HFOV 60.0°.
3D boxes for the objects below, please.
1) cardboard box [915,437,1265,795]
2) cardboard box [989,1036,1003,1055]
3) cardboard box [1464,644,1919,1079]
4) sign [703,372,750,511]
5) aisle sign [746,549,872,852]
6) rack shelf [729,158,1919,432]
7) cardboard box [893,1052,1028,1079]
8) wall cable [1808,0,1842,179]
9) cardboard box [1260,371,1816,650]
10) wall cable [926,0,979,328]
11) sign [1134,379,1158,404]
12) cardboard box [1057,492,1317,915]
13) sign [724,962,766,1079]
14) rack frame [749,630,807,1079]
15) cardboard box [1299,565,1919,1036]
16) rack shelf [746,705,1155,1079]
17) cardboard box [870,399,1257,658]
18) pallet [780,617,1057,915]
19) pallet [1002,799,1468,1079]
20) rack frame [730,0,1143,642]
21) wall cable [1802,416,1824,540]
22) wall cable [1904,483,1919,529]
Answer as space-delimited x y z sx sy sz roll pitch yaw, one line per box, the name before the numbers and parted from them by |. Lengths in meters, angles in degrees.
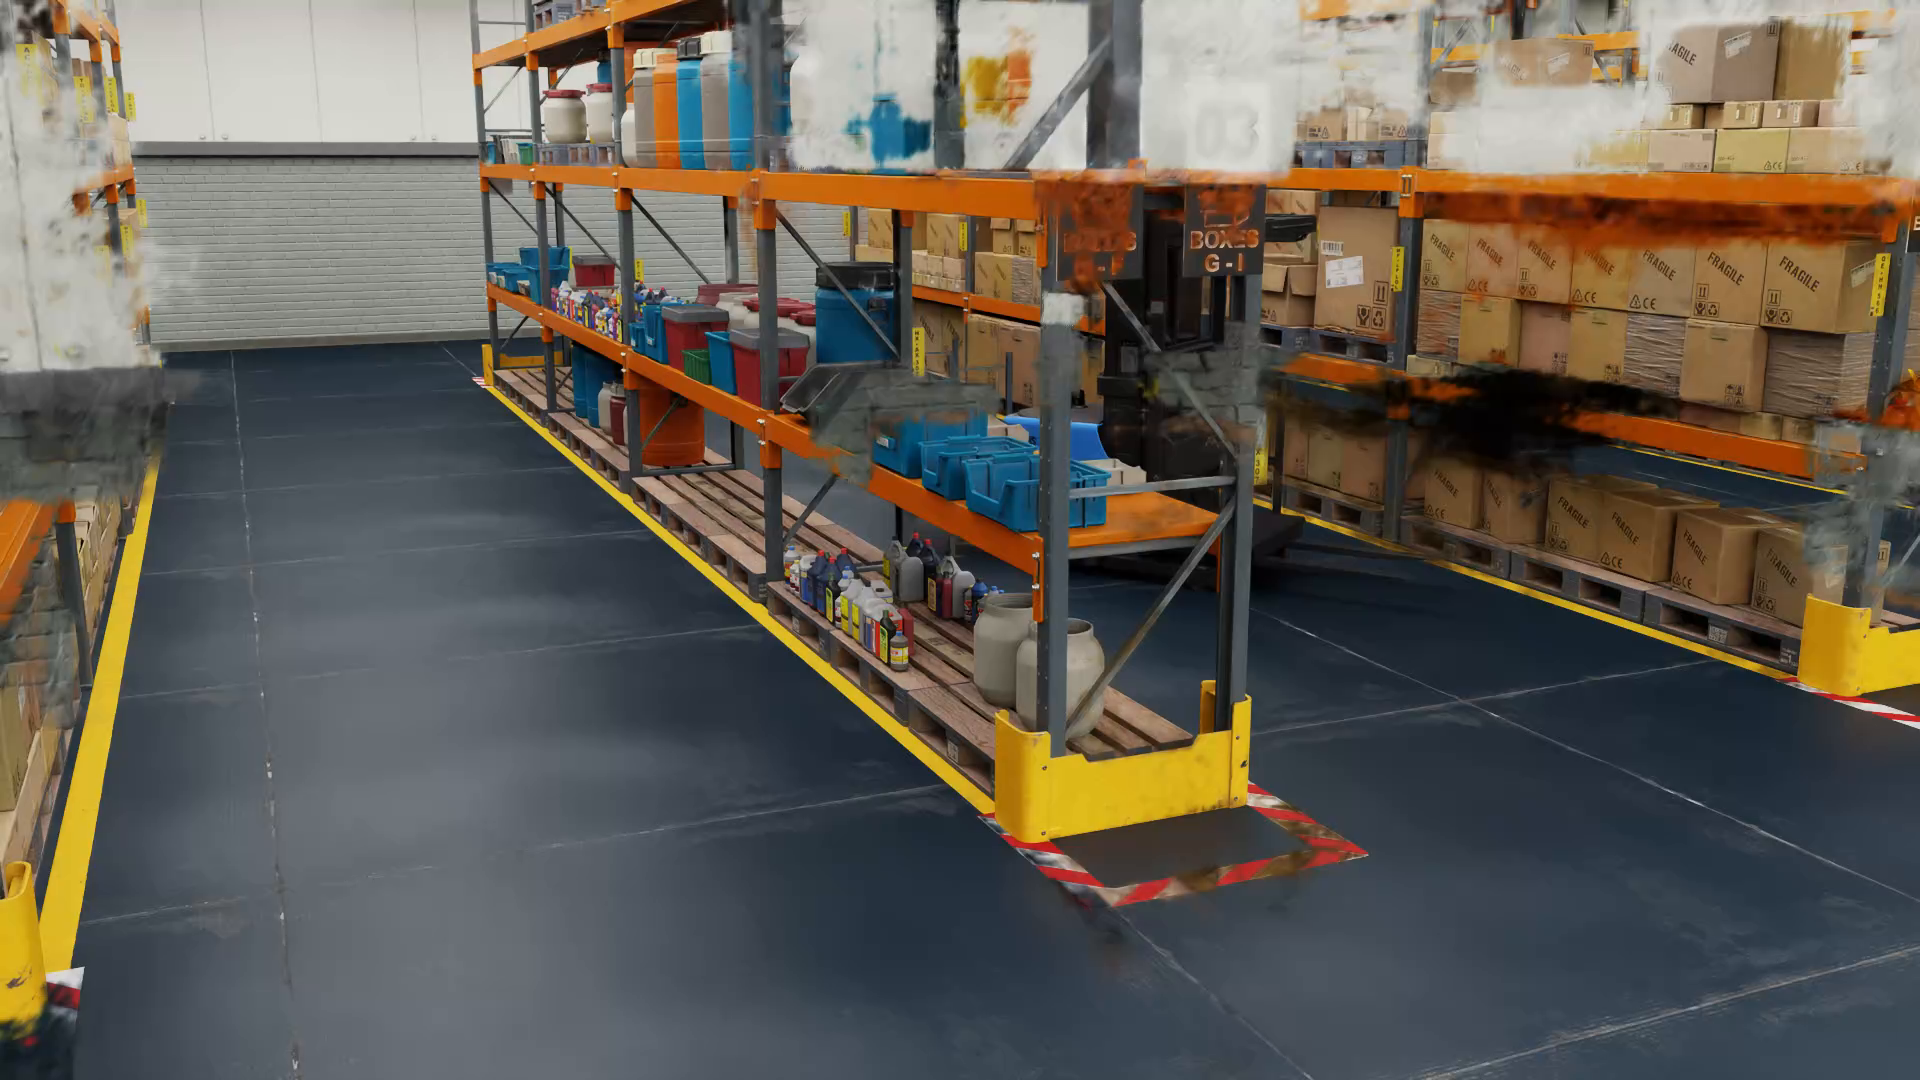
cardboard box | -0.686 -5.507 21.985 0.700 0.500 0.500 -6 14 -25
cardboard box | -0.622 -4.334 22.952 0.500 0.500 0.500 -5 14 -22
cardboard box | -0.036 -5.178 20.564 0.700 0.500 0.500 -5 14 -20
sign | -1.569 -5.850 22.728 0.100 0.325 0.005 -6 14 -23
aisle sign | -1.362 -5.228 23.039 0.394 0.787 0.004 -6 14 -23
rack shelf | -0.257 -5.938 21.050 1.077 0.370 4.000 -6 14 -23
cardboard box | -0.913 -4.184 22.304 0.500 0.500 0.500 -6 14 -24
wall cable | 5.485 -8.941 31.544 0.463 3.000 0.029 -6 14 -23
cardboard box | -0.258 -5.684 21.086 0.500 0.250 0.500 -6 14 -25
wall cable | -0.165 -9.943 28.739 2.277 5.999 0.120 -6 14 -23
sign | -0.555 -5.874 23.156 0.100 0.325 0.005 -6 14 -23
cardboard box | -0.434 -5.405 21.542 0.700 0.500 0.500 -7 15 -27
sign | -1.569 -4.385 23.068 0.100 0.325 0.005 -6 14 -23
rack frame | -1.058 -3.973 23.385 1.000 3.000 0.127 -6 14 -23
cardboard box | -0.115 -5.299 21.086 0.700 0.500 0.500 -5 14 -20
rack shelf | -0.257 -4.671 21.343 1.077 0.370 4.000 -6 14 -23
cardboard box | -0.801 -5.634 22.534 0.700 0.500 0.500 -7 15 -26
pallet | -0.751 -5.239 22.399 1.003 0.211 1.213 -6 14 -23
pallet | -0.259 -4.987 21.308 1.003 0.211 1.213 -6 14 -23
rack frame | -1.058 -6.896 22.709 1.000 3.000 0.127 -6 14 -23
wall cable | 5.742 -6.542 32.159 0.585 1.953 0.123 -6 14 -23
wall cable | 7.037 -6.657 32.727 0.588 1.984 0.122 -6 14 -23
